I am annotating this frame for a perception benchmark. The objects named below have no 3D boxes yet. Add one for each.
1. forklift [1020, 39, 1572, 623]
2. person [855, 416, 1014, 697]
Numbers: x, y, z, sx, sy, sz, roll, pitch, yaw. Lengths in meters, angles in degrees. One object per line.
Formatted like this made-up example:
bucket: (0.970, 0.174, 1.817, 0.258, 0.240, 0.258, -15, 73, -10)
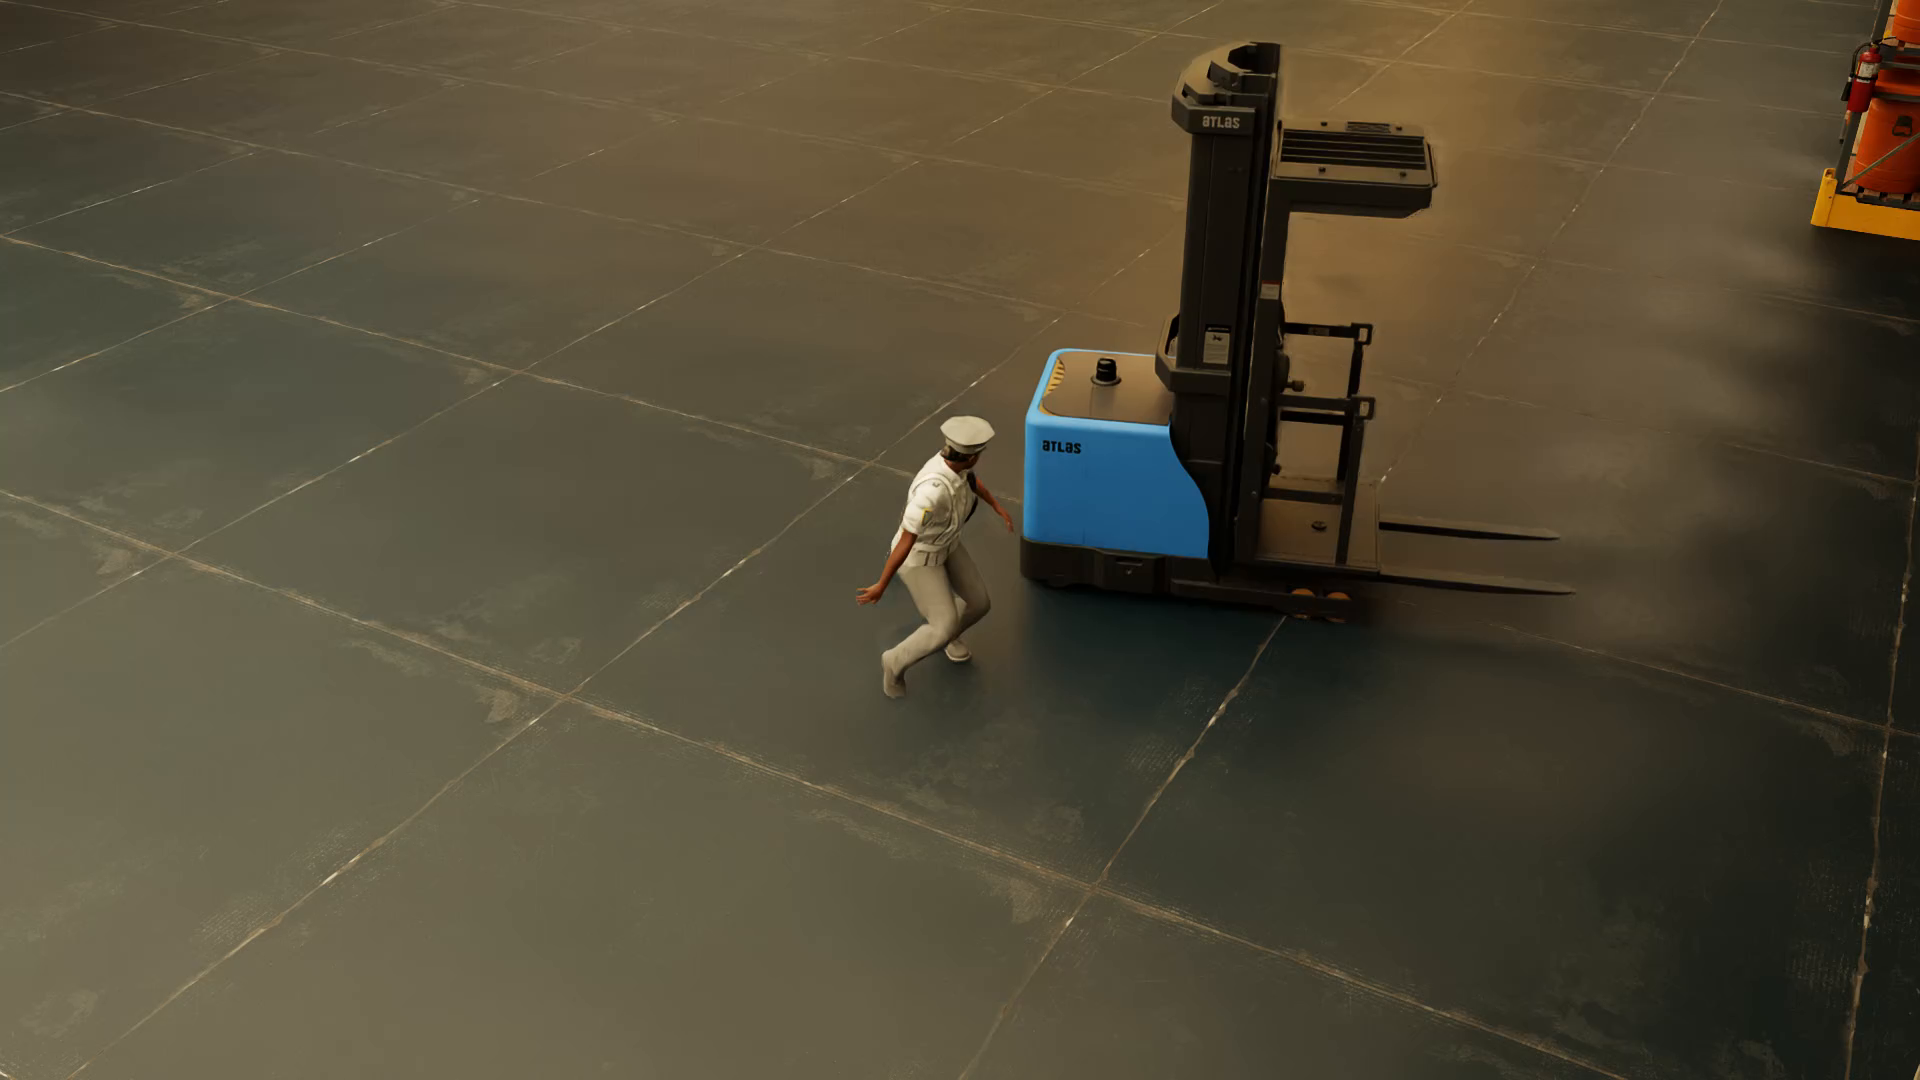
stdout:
forklift: (1.914, -1.102, 8.979, 3.031, 2.935, 1.130, 6, 30, 10)
person: (-0.120, 0.115, 8.383, 0.505, 1.542, 0.916, 16, 33, 25)
